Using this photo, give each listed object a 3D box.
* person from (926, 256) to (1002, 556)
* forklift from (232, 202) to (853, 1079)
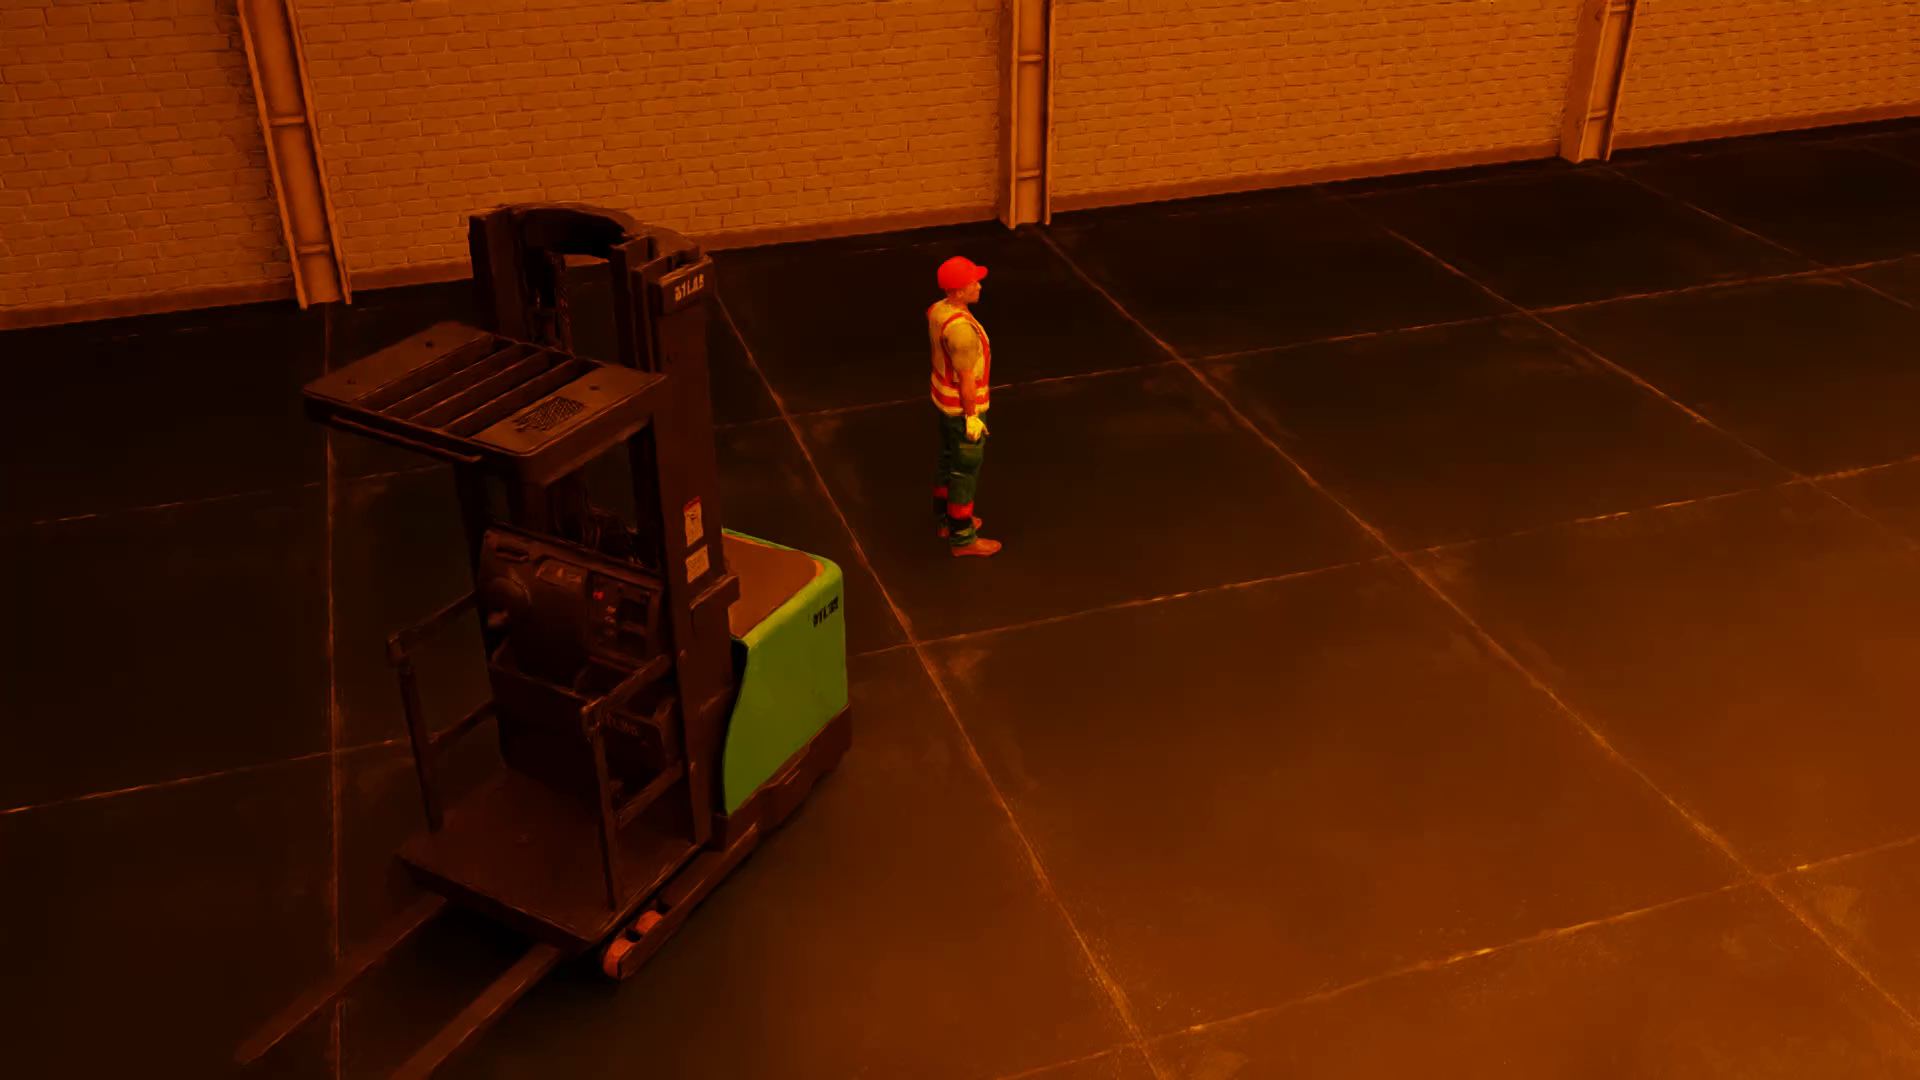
[{"bbox_3d":[0.019,-0.780,9.586,0.349,1.795,0.540,-10,31,-16],"label":"person"},{"bbox_3d":[-1.689,0.285,6.591,1.130,2.935,3.031,16,33,25],"label":"forklift"}]
